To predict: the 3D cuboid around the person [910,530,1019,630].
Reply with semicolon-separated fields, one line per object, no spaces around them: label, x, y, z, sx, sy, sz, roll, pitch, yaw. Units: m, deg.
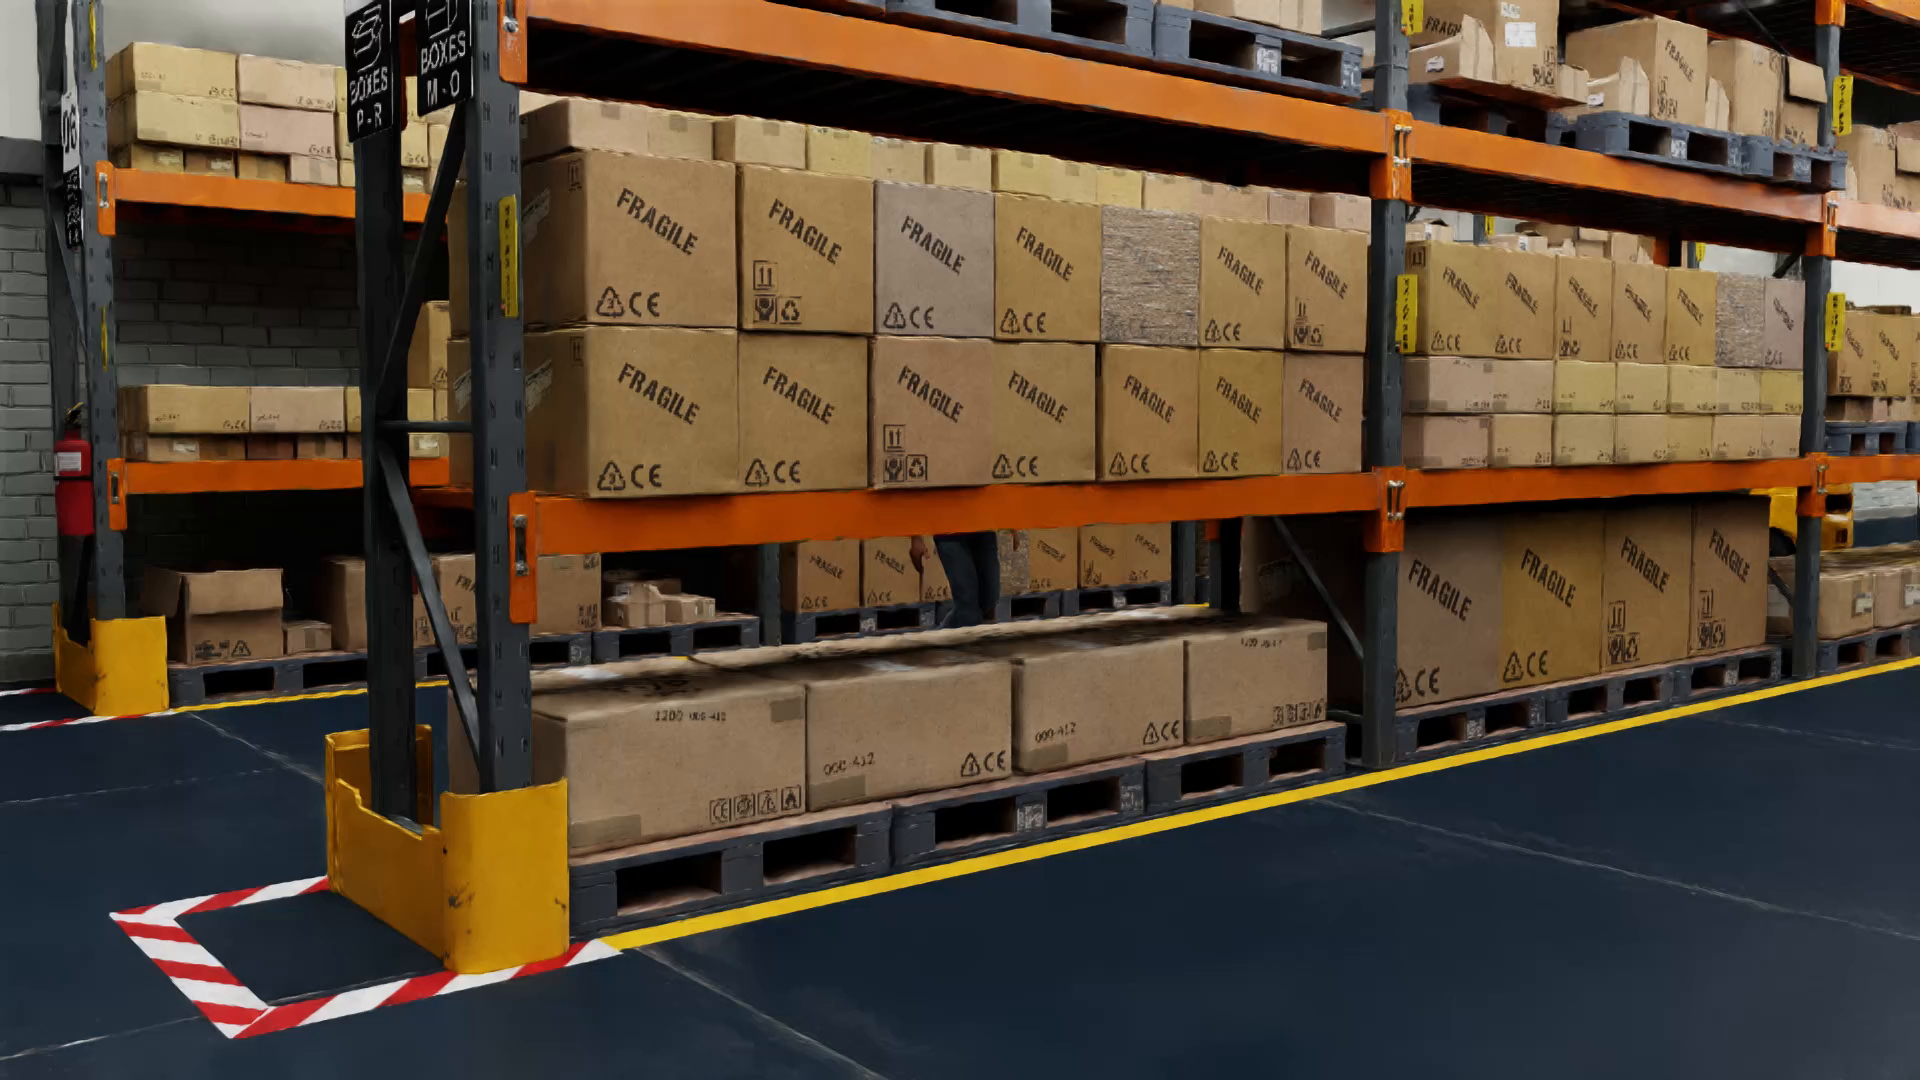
person;-0.028;-0.051;9.736;0.622;1.738;0.622;-3;5;-34
